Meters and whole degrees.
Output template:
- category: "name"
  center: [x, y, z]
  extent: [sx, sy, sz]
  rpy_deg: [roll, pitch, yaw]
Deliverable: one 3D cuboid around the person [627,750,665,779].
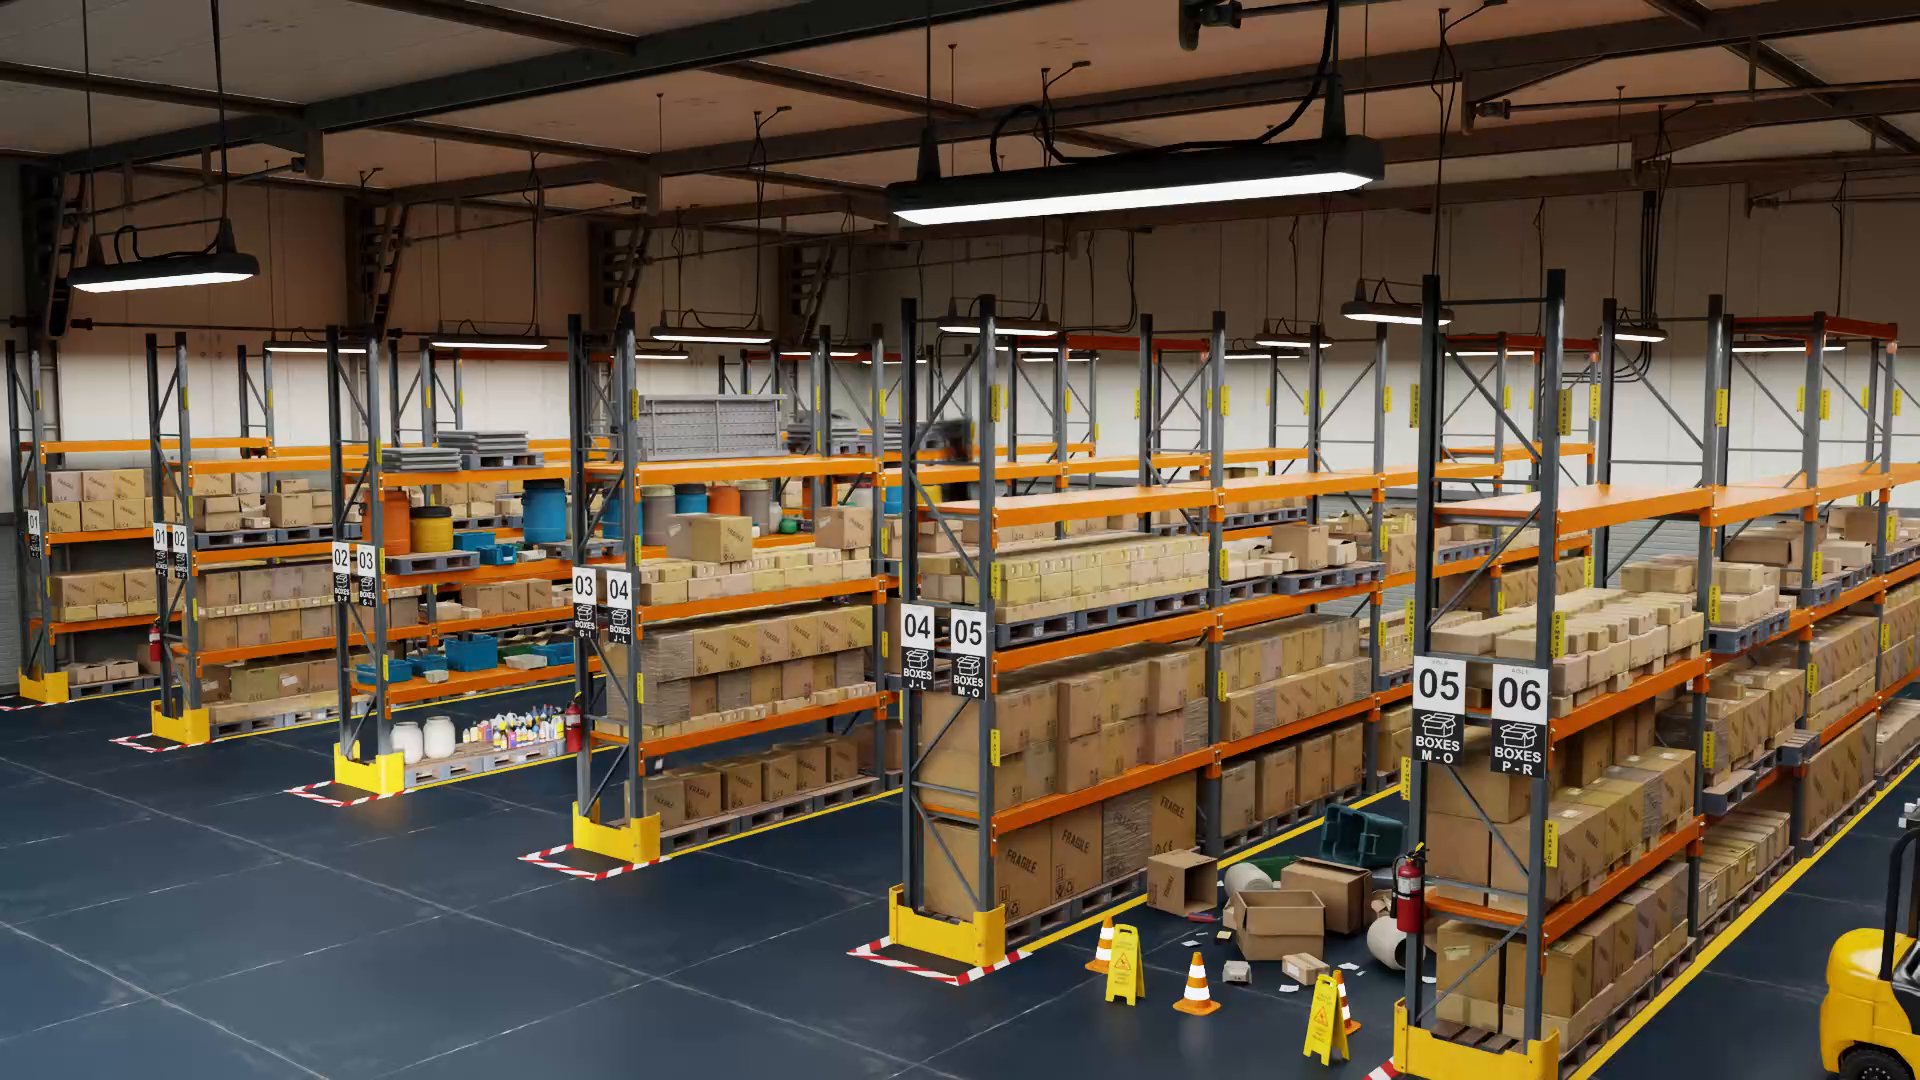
- category: "person"
  center: [-4.325, 2.313, 22.311]
  extent: [0.578, 1.625, 0.859]
  rpy_deg: [1, 5, 12]
